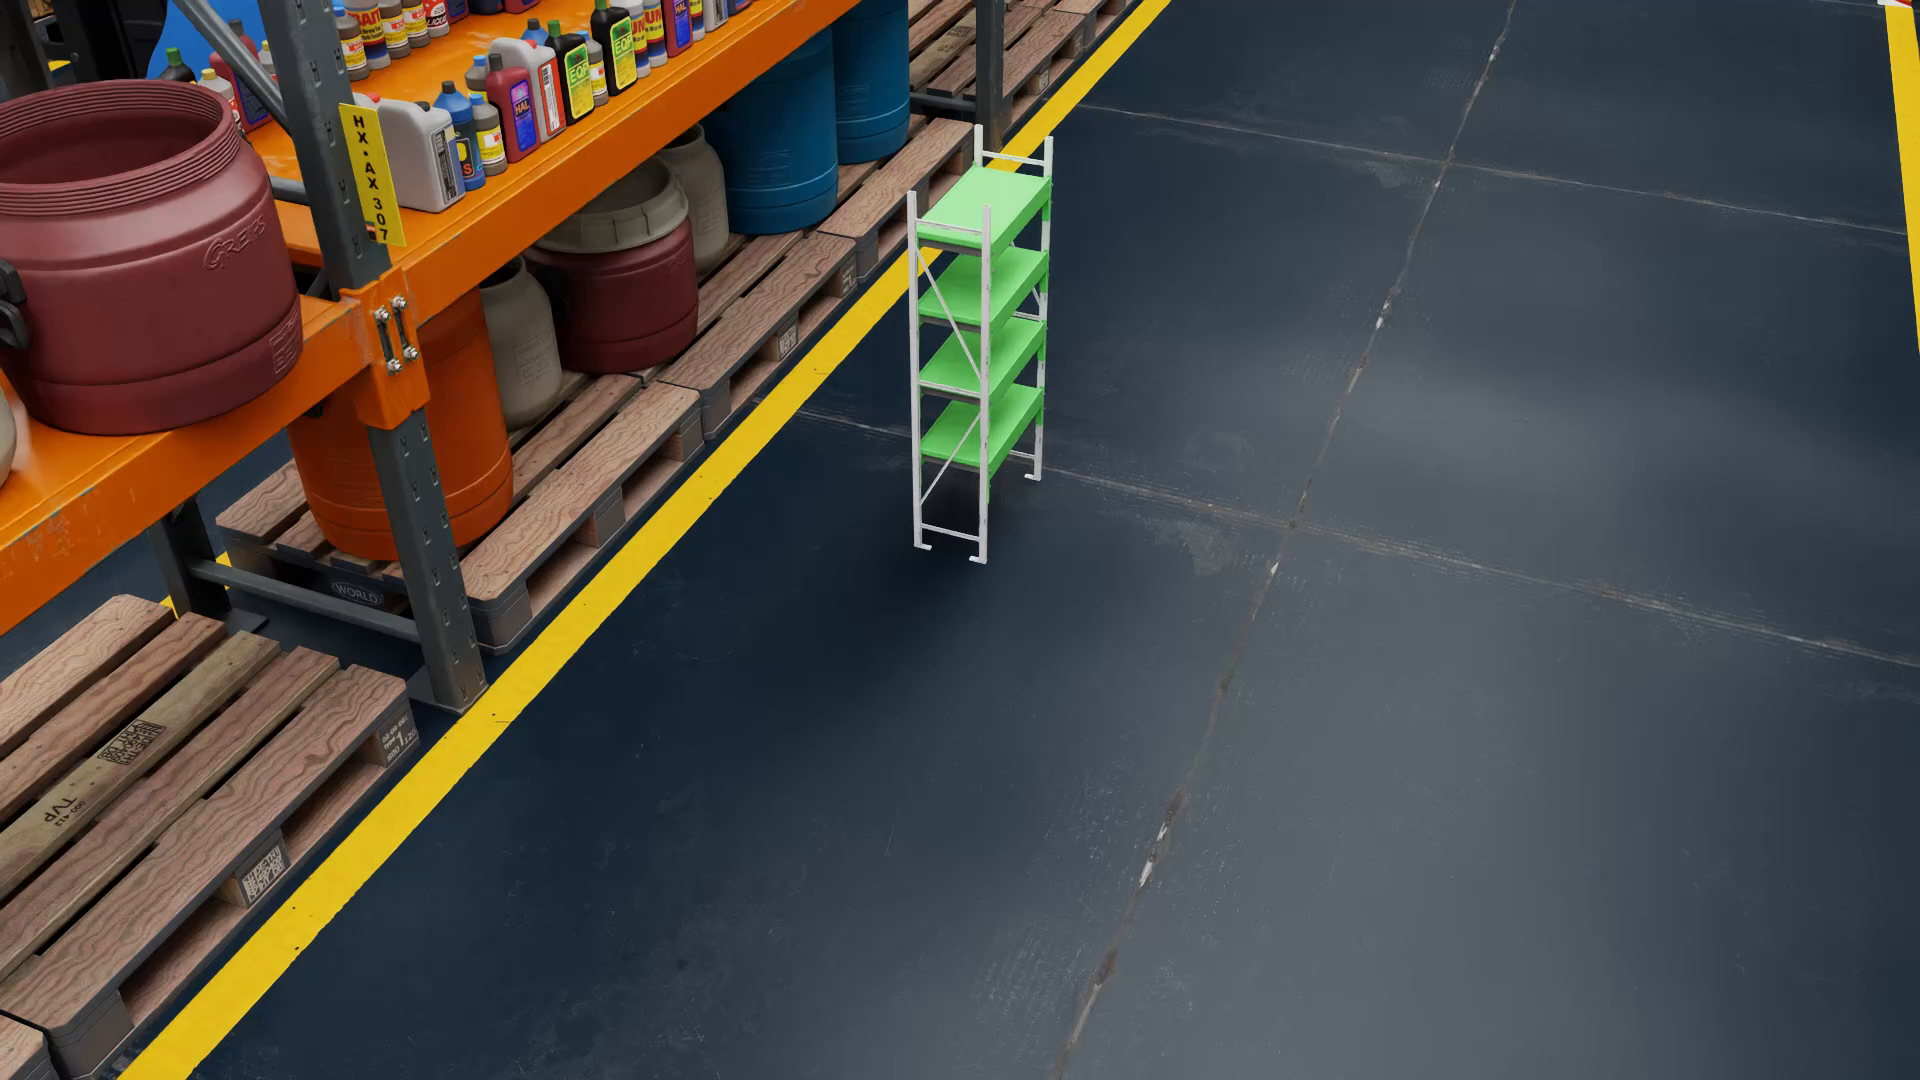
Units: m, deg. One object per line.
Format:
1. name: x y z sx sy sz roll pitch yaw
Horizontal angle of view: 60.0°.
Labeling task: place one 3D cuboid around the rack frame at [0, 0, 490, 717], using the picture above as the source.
1. rack frame: -1.813 -0.861 3.896 1.000 3.000 0.127 14 39 18

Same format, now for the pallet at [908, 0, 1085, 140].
1. pallet: -0.047 -2.375 8.251 1.003 0.211 1.213 14 39 18

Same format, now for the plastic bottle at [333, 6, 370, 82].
1. plastic bottle: -1.793 -1.452 4.853 0.097 0.201 0.097 0 37 0

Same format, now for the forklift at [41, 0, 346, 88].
1. forklift: -3.592 -2.813 6.565 3.031 2.935 1.130 7 37 9

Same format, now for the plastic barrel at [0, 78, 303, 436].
1. plastic barrel: -1.709 -0.589 3.420 0.600 0.536 0.708 14 39 18

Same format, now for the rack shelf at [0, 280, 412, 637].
1. rack shelf: -2.574 0.535 2.630 1.077 0.370 4.000 14 39 18

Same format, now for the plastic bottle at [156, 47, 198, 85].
1. plastic bottle: -2.053 -1.135 4.361 0.061 0.283 0.133 14 39 18

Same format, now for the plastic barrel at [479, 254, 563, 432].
1. plastic barrel: -1.510 -0.640 5.328 0.421 0.512 0.421 0 37 0

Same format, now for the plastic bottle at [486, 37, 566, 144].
1. plastic bottle: -1.173 -1.233 4.498 0.152 0.276 0.135 14 39 18

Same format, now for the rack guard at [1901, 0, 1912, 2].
1. rack guard: 5.821 -3.174 9.079 1.175 0.500 0.348 14 39 18

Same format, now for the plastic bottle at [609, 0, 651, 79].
1. plastic bottle: -0.965 -1.491 4.847 0.097 0.271 0.097 0 37 0

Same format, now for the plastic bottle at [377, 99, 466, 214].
1. plastic bottle: -1.349 -0.977 4.155 0.152 0.276 0.135 14 39 18

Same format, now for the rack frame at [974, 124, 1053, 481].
1. rack frame: 0.156 -0.707 5.194 0.240 1.200 0.015 14 39 18

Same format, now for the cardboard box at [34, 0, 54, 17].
1. cardboard box: -4.793 -3.042 8.535 0.500 0.500 0.500 14 39 17

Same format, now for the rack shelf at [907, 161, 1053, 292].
1. rack shelf: 0.063 -0.906 4.764 0.258 0.148 0.480 14 39 18

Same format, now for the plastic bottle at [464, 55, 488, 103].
1. plastic bottle: -1.295 -1.222 4.545 0.097 0.201 0.097 0 37 0

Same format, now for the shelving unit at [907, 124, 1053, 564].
1. shelving unit: 0.063 -0.572 5.013 0.258 1.200 0.503 14 39 18

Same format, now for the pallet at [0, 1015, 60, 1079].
1. pallet: -2.609 1.349 3.269 1.003 0.211 1.213 14 39 18

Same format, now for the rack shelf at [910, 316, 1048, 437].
1. rack shelf: 0.063 -0.521 5.052 0.258 0.148 0.480 14 39 18

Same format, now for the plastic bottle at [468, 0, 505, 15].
1. plastic bottle: -1.519 -1.874 5.293 0.144 0.351 0.185 14 39 18

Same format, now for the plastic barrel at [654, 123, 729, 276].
1. plastic barrel: -1.080 -1.266 6.165 0.421 0.512 0.421 0 37 0

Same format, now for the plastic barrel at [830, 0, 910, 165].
1. plastic barrel: -0.513 -2.106 6.964 0.600 0.901 0.708 14 39 18

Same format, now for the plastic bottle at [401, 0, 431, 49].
1. plastic bottle: -1.682 -1.613 5.069 0.097 0.201 0.097 0 37 0

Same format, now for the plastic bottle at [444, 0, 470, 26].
1. plastic bottle: -1.618 -1.768 5.208 0.061 0.283 0.133 14 39 18

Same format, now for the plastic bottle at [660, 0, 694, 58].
1. plastic bottle: -0.867 -1.609 4.995 0.061 0.283 0.133 14 39 18

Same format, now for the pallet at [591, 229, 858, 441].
1. pallet: -1.085 -0.863 6.228 1.003 0.211 1.213 14 39 18

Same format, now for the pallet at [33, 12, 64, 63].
1. pallet: -5.144 -2.630 8.592 1.003 0.211 1.213 14 39 18

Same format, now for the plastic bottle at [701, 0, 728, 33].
1. plastic bottle: -0.821 -1.745 5.183 0.152 0.276 0.135 14 39 18

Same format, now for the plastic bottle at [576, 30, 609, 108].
1. plastic bottle: -1.053 -1.335 4.697 0.097 0.201 0.097 0 37 0

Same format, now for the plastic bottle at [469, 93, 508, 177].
1. plastic bottle: -1.242 -1.059 4.327 0.097 0.201 0.097 0 37 0

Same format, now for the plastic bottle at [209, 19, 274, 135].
1. plastic bottle: -1.965 -1.263 4.532 0.061 0.283 0.133 14 39 18
